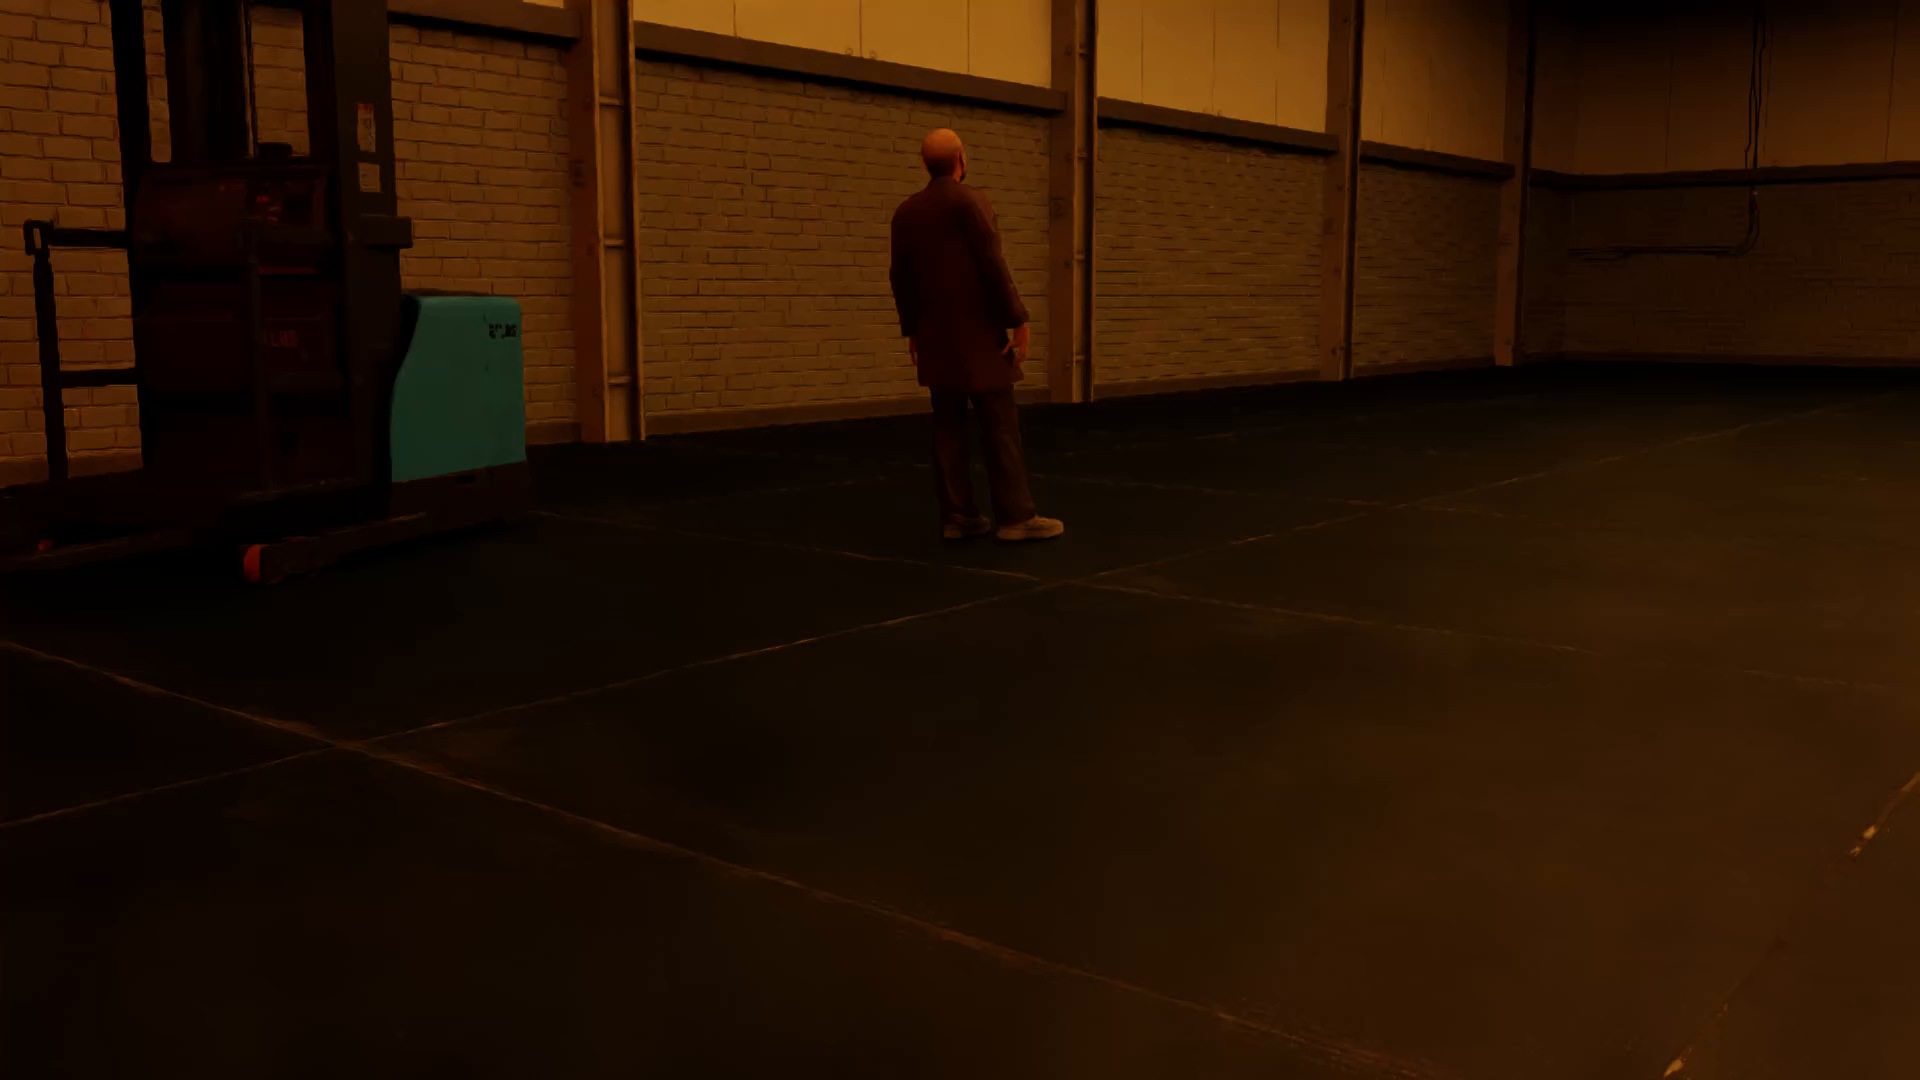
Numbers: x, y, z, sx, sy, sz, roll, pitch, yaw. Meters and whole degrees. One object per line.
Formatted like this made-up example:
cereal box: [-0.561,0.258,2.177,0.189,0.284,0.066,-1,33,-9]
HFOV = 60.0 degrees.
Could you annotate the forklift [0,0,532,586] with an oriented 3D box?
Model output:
forklift: [-2.979,-1.341,6.449,1.130,2.935,3.031,3,9,19]

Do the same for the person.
person: [0.061,-0.896,7.343,0.694,1.776,0.580,7,11,38]
